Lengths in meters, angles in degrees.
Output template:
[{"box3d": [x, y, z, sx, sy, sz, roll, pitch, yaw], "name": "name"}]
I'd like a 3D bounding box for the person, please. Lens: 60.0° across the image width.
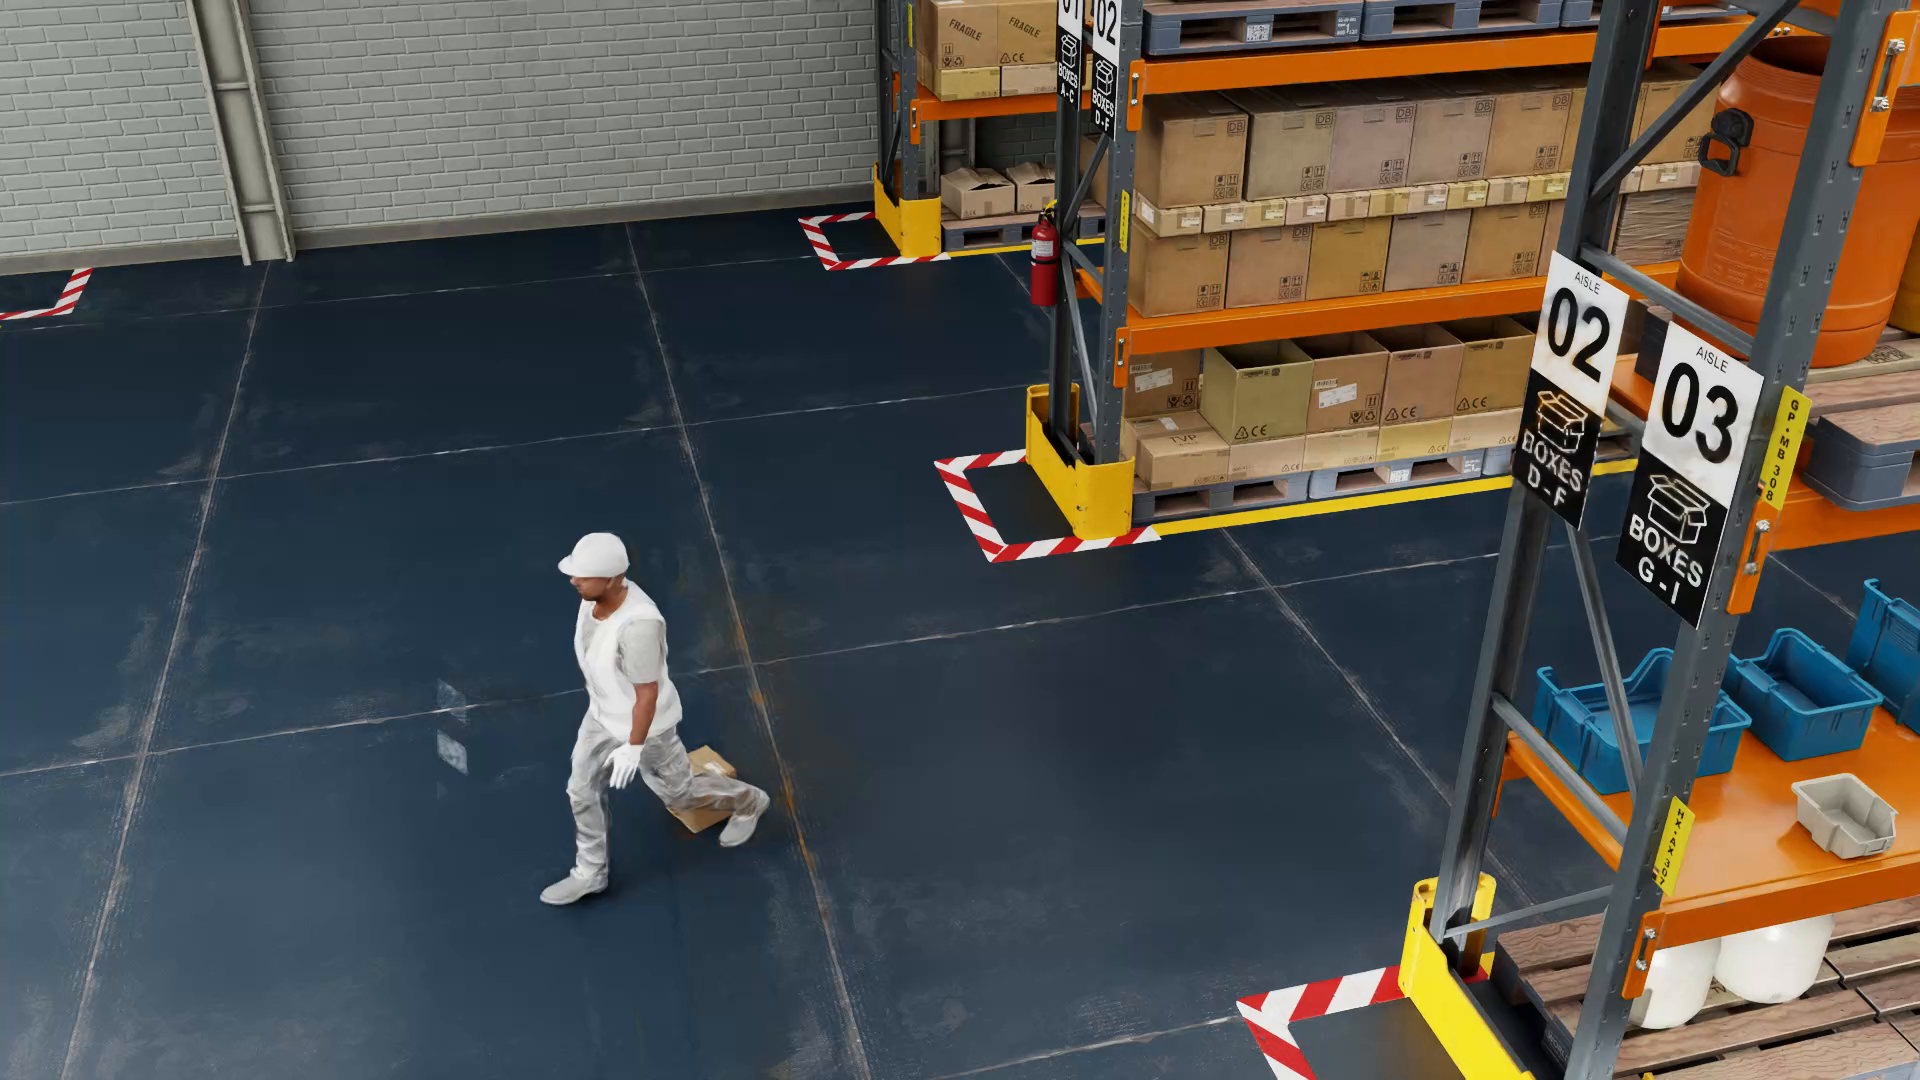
[{"box3d": [-1.341, 0.713, 6.986, 1.057, 1.738, 0.559, -23, 37, -34], "name": "person"}]
